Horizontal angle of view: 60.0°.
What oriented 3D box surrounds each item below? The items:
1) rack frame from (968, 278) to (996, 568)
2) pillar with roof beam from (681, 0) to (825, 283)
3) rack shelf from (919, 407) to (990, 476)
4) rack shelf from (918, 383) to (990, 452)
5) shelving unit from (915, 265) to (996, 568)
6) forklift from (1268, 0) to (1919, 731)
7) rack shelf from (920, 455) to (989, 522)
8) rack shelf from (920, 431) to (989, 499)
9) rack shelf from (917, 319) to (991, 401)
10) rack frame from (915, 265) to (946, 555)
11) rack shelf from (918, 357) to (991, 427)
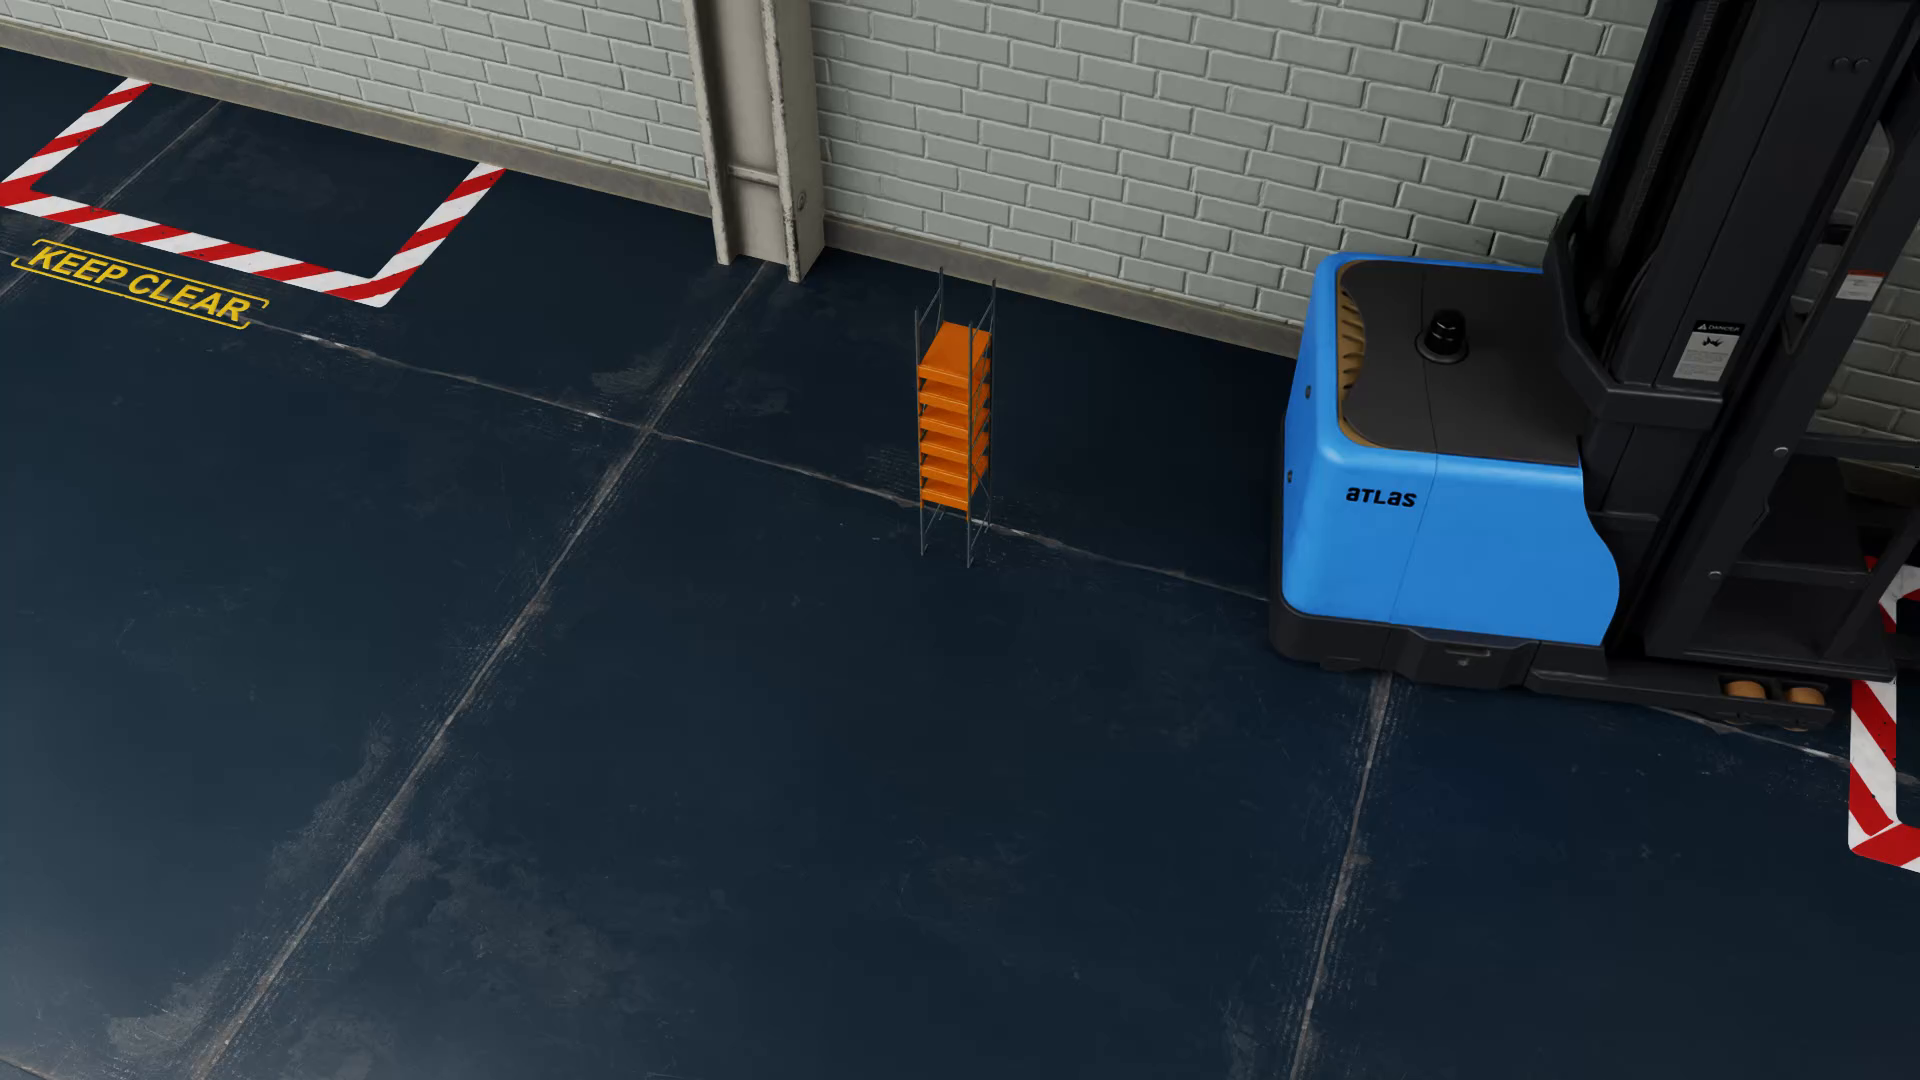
[{"bbox_3d":[0.072,-0.373,5.779,0.006,1.200,0.240,16,51,13],"label":"rack frame"},{"bbox_3d":[-2.319,-1.172,1.311,0.400,9.000,9.100,16,51,13],"label":"pillar with roof beam"},{"bbox_3d":[-0.014,-0.368,5.833,0.180,0.103,0.258,16,51,13],"label":"rack shelf"},{"bbox_3d":[-0.014,-0.446,5.743,0.180,0.103,0.258,16,51,13],"label":"rack shelf"},{"bbox_3d":[-0.014,-0.397,5.800,0.189,1.200,0.258,16,51,13],"label":"shelving unit"},{"bbox_3d":[2.648,-0.738,4.950,3.031,2.935,1.130,6,49,5],"label":"forklift"},{"bbox_3d":[-0.014,-0.210,6.015,0.180,0.103,0.258,16,51,13],"label":"rack shelf"},{"bbox_3d":[-0.014,-0.289,5.924,0.180,0.103,0.258,16,51,13],"label":"rack shelf"},{"bbox_3d":[-0.014,-0.603,5.561,0.180,0.103,0.258,16,51,13],"label":"rack shelf"},{"bbox_3d":[-0.099,-0.421,5.821,0.006,1.200,0.240,16,51,13],"label":"rack frame"},{"bbox_3d":[-0.014,-0.525,5.652,0.180,0.103,0.258,16,51,13],"label":"rack shelf"}]
